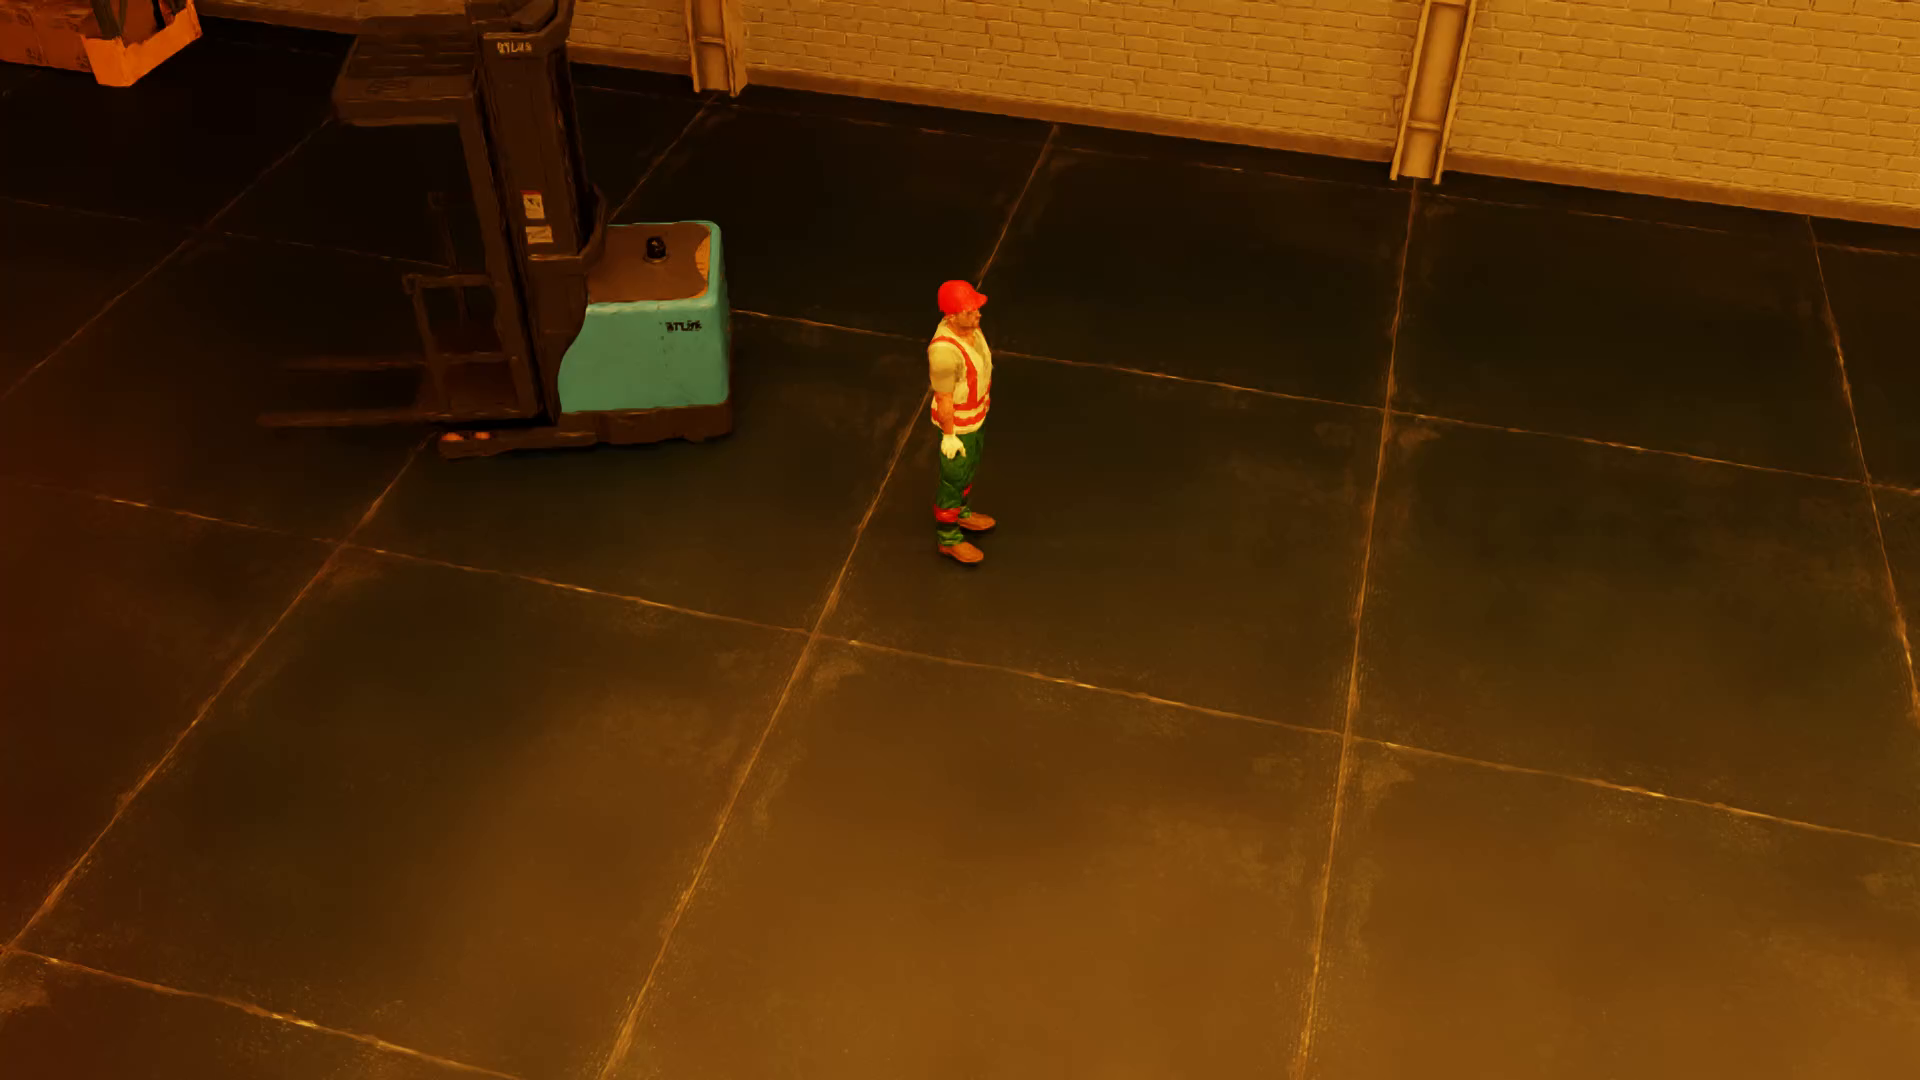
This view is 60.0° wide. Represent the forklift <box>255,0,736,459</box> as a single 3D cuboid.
[{"bbox_3d":[-3.016,-1.987,10.129,3.031,2.935,1.130,-3,41,-4],"label":"forklift"}]

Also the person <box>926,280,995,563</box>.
[{"bbox_3d":[0.021,-0.701,9.465,0.349,1.795,0.540,10,42,11],"label":"person"}]
